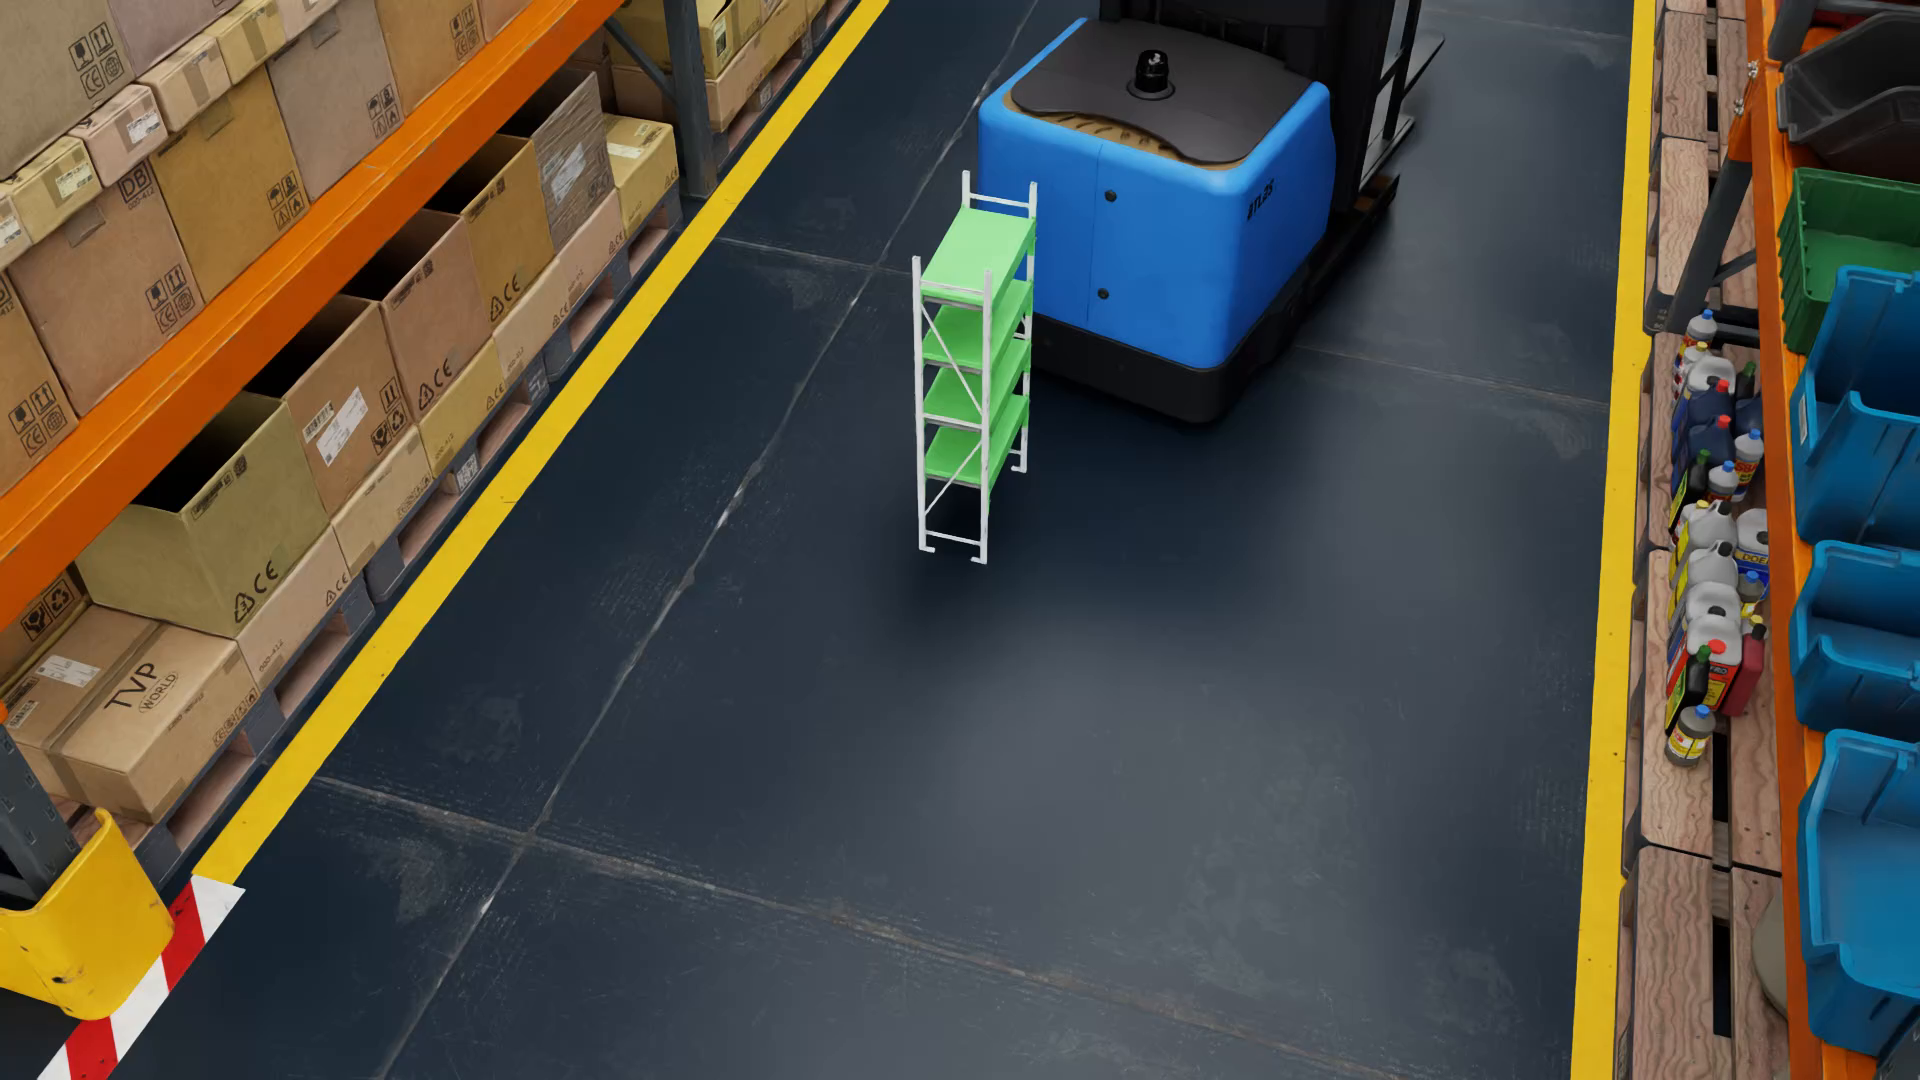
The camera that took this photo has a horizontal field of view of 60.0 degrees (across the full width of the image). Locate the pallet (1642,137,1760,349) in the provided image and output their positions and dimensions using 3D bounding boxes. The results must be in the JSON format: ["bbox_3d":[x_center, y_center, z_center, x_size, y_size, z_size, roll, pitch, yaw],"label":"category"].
[{"bbox_3d":[3.358,-1.181,6.806,1.003,0.211,1.213,13,46,13],"label":"pallet"}]

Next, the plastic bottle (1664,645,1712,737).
[{"bbox_3d":[2.102,0.435,4.789,0.061,0.283,0.133,14,46,13],"label":"plastic bottle"}]

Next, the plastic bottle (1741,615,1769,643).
[{"bbox_3d":[2.353,0.305,4.980,0.097,0.201,0.097,0,44,0],"label":"plastic bottle"}]

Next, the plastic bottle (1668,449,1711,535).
[{"bbox_3d":[2.371,-0.155,5.392,0.061,0.283,0.133,14,46,14],"label":"plastic bottle"}]

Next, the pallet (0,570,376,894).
[{"bbox_3d":[-2.582,0.446,5.143,1.003,0.211,1.213,13,46,13],"label":"pallet"}]

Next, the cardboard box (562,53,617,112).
[{"bbox_3d":[-1.713,-2.203,7.522,0.500,0.250,0.500,12,46,12],"label":"cardboard box"}]

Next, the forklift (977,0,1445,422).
[{"bbox_3d":[1.233,-2.495,6.204,1.130,2.935,3.031,23,49,21],"label":"forklift"}]

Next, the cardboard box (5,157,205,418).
[{"bbox_3d":[-2.466,-0.727,4.277,0.700,0.500,0.500,14,46,14],"label":"cardboard box"}]

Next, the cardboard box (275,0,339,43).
[{"bbox_3d":[-1.983,-1.540,4.643,0.380,0.149,0.250,13,46,13],"label":"cardboard box"}]

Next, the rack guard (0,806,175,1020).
[{"bbox_3d":[-2.781,0.878,4.495,1.175,0.500,0.348,13,46,13],"label":"rack guard"}]

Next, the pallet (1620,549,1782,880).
[{"bbox_3d":[2.547,0.605,4.981,1.003,0.211,1.213,13,46,13],"label":"pallet"}]

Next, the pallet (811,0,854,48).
[{"bbox_3d":[-1.009,-3.016,8.682,1.003,0.211,1.213,13,46,13],"label":"pallet"}]

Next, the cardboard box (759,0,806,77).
[{"bbox_3d":[-1.048,-2.422,7.746,0.500,0.250,0.500,14,46,14],"label":"cardboard box"}]

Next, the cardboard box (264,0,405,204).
[{"bbox_3d":[-2.154,-1.408,4.973,0.700,0.500,0.500,14,46,14],"label":"cardboard box"}]

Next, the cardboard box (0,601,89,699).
[{"bbox_3d":[-2.893,0.381,4.882,0.500,0.250,0.500,13,46,13],"label":"cardboard box"}]

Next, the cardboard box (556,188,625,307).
[{"bbox_3d":[-1.655,-1.179,6.475,0.500,0.250,0.500,13,46,13],"label":"cardboard box"}]

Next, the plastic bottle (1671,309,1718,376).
[{"bbox_3d":[2.643,-0.709,5.966,0.097,0.271,0.097,0,44,0],"label":"plastic bottle"}]

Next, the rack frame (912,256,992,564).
[{"bbox_3d":[-0.024,-0.377,5.277,0.240,1.200,0.015,13,46,12],"label":"rack frame"}]

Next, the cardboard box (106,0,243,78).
[{"bbox_3d":[-2.298,-1.563,4.203,0.700,0.500,0.500,13,46,13],"label":"cardboard box"}]

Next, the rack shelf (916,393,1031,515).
[{"bbox_3d":[0.050,-0.322,5.656,0.258,0.148,0.480,13,46,12],"label":"rack shelf"}]

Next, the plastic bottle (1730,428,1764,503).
[{"bbox_3d":[2.589,-0.256,5.503,0.097,0.271,0.097,0,44,0],"label":"plastic bottle"}]

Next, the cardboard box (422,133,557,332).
[{"bbox_3d":[-1.805,-1.113,5.872,0.500,0.500,0.500,13,46,13],"label":"cardboard box"}]

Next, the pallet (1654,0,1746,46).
[{"bbox_3d":[4.097,-2.808,8.468,1.003,0.211,1.213,13,46,13],"label":"pallet"}]

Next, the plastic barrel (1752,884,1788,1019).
[{"bbox_3d":[2.224,0.970,4.092,0.421,0.512,0.421,0,44,0],"label":"plastic barrel"}]

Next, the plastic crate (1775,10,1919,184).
[{"bbox_3d":[2.878,-1.302,4.980,0.767,0.338,0.504,13,46,13],"label":"plastic crate"}]

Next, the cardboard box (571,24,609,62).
[{"bbox_3d":[-1.713,-2.396,7.319,0.500,0.311,0.500,13,46,13],"label":"cardboard box"}]

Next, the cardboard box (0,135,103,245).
[{"bbox_3d":[-2.295,-0.858,3.946,0.380,0.149,0.250,13,46,13],"label":"cardboard box"}]

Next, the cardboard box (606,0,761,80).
[{"bbox_3d":[-1.200,-2.288,7.209,0.500,0.311,0.500,13,46,13],"label":"cardboard box"}]

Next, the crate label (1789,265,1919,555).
[{"bbox_3d":[2.246,-0.277,3.863,0.502,0.435,0.616,13,46,13],"label":"crate label"}]

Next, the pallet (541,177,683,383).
[{"bbox_3d":[-1.843,-1.180,6.805,1.003,0.211,1.213,13,46,13],"label":"pallet"}]

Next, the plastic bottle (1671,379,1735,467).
[{"bbox_3d":[2.517,-0.407,5.600,0.144,0.351,0.185,14,46,14],"label":"plastic bottle"}]

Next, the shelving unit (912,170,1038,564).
[{"bbox_3d":[0.050,-0.539,5.443,0.258,1.200,0.503,13,46,12],"label":"shelving unit"}]

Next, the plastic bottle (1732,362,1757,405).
[{"bbox_3d":[2.673,-0.470,5.713,0.061,0.283,0.133,13,46,13],"label":"plastic bottle"}]

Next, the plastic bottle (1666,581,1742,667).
[{"bbox_3d":[2.229,0.265,4.968,0.152,0.276,0.135,11,46,11],"label":"plastic bottle"}]

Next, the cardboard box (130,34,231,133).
[{"bbox_3d":[-2.138,-1.204,4.300,0.380,0.149,0.250,11,45,11],"label":"cardboard box"}]

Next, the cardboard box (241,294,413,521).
[{"bbox_3d":[-2.110,-0.447,5.192,0.500,0.500,0.500,13,46,13],"label":"cardboard box"}]

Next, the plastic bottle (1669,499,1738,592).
[{"bbox_3d":[2.332,0.003,5.182,0.144,0.351,0.185,12,46,12],"label":"plastic bottle"}]

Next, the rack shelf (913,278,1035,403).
[{"bbox_3d":[0.050,-0.665,5.320,0.258,0.148,0.480,13,46,12],"label":"rack shelf"}]

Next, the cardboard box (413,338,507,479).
[{"bbox_3d":[-1.943,-0.509,5.791,0.500,0.250,0.500,13,46,13],"label":"cardboard box"}]

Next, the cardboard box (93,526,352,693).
[{"bbox_3d":[-2.251,0.157,5.111,0.500,0.250,0.500,13,46,13],"label":"cardboard box"}]

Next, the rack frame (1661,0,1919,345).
[{"bbox_3d":[3.157,-1.646,5.288,1.000,3.000,0.127,13,46,13],"label":"rack frame"}]

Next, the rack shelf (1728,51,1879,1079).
[{"bbox_3d":[2.552,-0.056,4.177,1.077,0.370,4.000,13,46,13],"label":"rack shelf"}]

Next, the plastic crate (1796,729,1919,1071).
[{"bbox_3d":[1.812,0.676,3.021,0.499,0.251,0.616,13,46,13],"label":"plastic crate"}]

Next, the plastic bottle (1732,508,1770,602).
[{"bbox_3d":[2.480,0.044,5.193,0.152,0.276,0.135,13,46,13],"label":"plastic bottle"}]

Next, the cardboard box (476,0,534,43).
[{"bbox_3d":[-1.844,-2.084,5.663,0.700,0.500,0.500,12,46,12],"label":"cardboard box"}]

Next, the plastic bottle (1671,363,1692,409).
[{"bbox_3d":[2.581,-0.548,5.852,0.097,0.201,0.097,0,44,0],"label":"plastic bottle"}]

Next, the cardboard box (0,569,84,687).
[{"bbox_3d":[-2.895,0.113,4.620,0.500,0.500,0.500,13,46,13],"label":"cardboard box"}]
